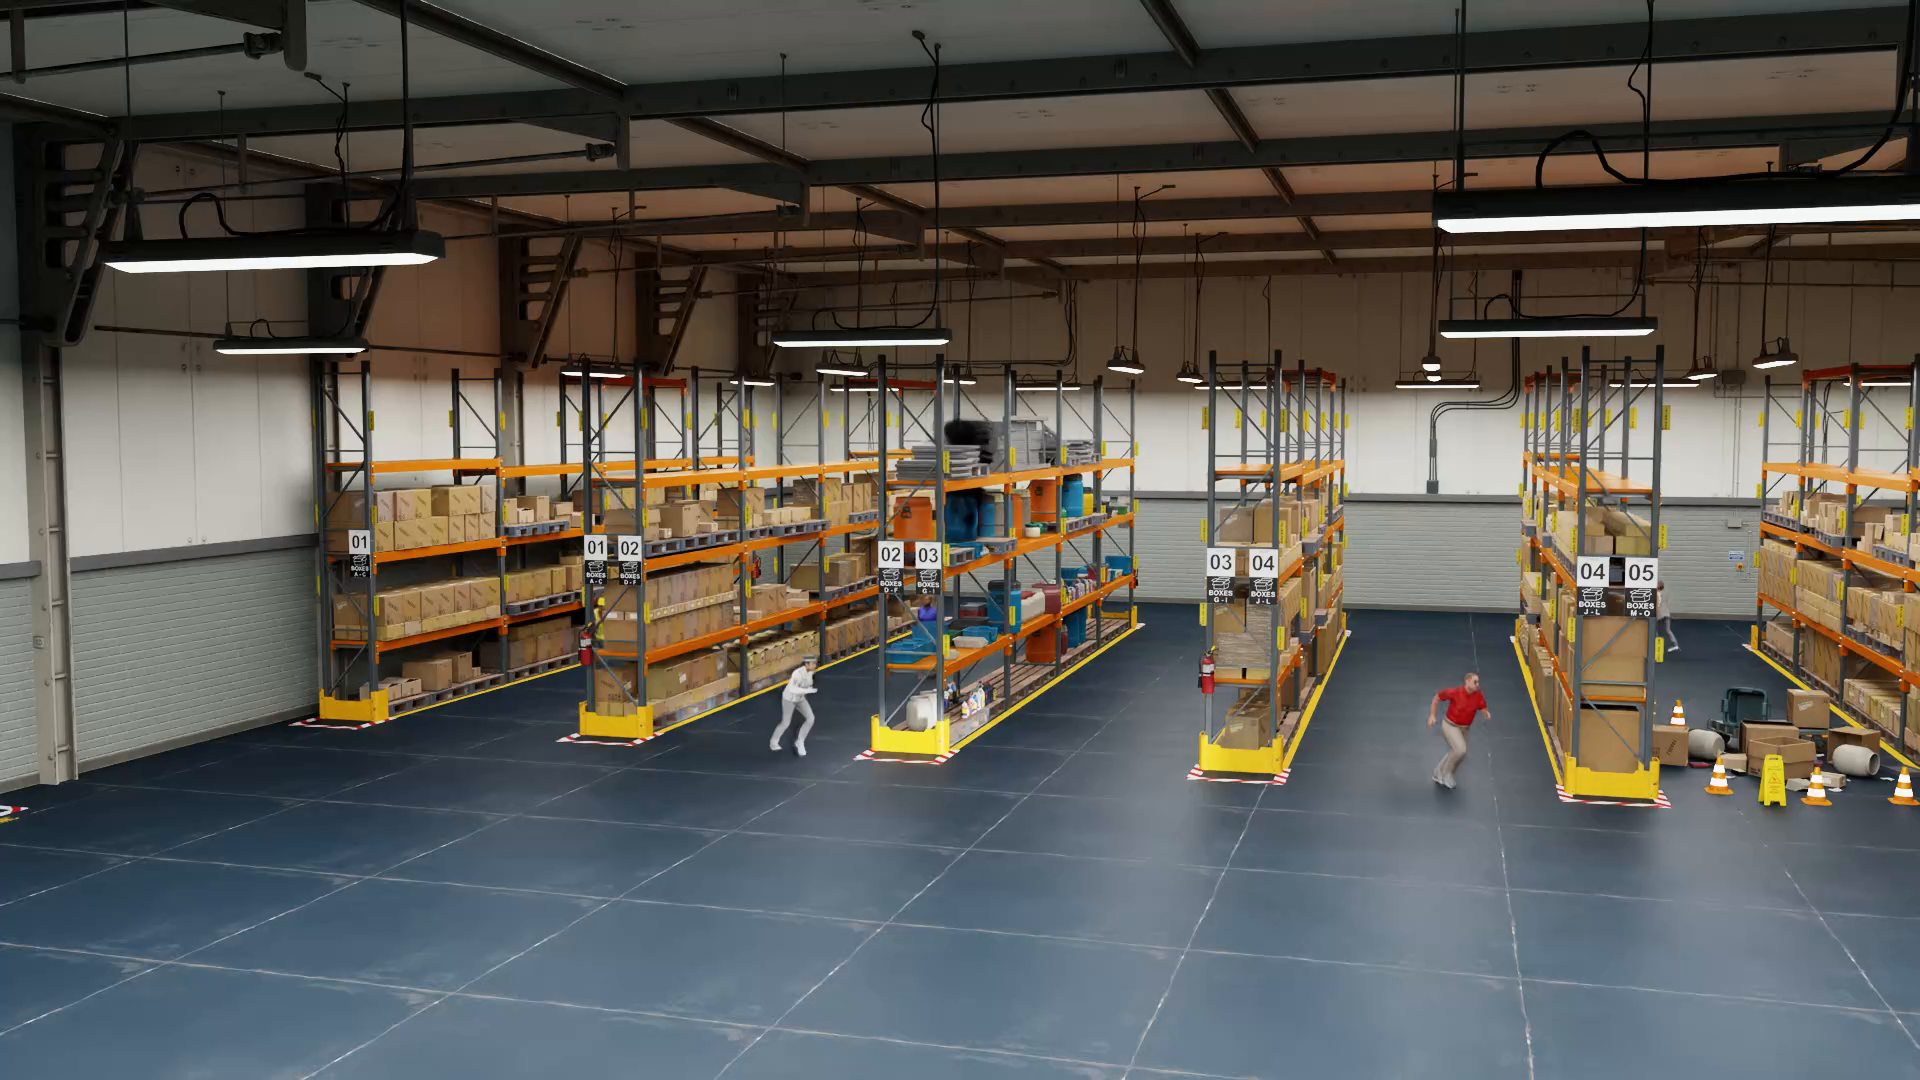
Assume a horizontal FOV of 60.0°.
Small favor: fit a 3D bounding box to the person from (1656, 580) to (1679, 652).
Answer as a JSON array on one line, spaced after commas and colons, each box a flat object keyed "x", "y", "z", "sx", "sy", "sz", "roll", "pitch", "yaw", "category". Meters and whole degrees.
[{"x": 15.086, "y": 1.661, "z": 35.699, "sx": 0.543, "sy": 1.579, "sz": 0.916, "roll": -1, "pitch": 4, "yaw": -18, "category": "person"}]

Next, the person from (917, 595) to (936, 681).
[{"x": -0.604, "y": 1.894, "z": 32.206, "sx": 0.570, "sy": 1.677, "sz": 0.725, "roll": 1, "pitch": 4, "yaw": 13, "category": "person"}]

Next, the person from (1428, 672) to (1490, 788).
[{"x": 6.803, "y": 2.571, "z": 22.614, "sx": 0.677, "sy": 1.594, "sz": 0.990, "roll": -2, "pitch": 5, "yaw": -26, "category": "person"}]

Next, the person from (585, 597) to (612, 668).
[{"x": -6.779, "y": 1.910, "z": 31.879, "sx": 0.736, "sy": 1.718, "sz": 1.038, "roll": 0, "pitch": 4, "yaw": -4, "category": "person"}]

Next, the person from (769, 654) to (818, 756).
[{"x": -2.472, "y": 2.464, "z": 24.977, "sx": 0.939, "sy": 1.576, "sz": 0.651, "roll": 3, "pitch": 5, "yaw": 33, "category": "person"}]
